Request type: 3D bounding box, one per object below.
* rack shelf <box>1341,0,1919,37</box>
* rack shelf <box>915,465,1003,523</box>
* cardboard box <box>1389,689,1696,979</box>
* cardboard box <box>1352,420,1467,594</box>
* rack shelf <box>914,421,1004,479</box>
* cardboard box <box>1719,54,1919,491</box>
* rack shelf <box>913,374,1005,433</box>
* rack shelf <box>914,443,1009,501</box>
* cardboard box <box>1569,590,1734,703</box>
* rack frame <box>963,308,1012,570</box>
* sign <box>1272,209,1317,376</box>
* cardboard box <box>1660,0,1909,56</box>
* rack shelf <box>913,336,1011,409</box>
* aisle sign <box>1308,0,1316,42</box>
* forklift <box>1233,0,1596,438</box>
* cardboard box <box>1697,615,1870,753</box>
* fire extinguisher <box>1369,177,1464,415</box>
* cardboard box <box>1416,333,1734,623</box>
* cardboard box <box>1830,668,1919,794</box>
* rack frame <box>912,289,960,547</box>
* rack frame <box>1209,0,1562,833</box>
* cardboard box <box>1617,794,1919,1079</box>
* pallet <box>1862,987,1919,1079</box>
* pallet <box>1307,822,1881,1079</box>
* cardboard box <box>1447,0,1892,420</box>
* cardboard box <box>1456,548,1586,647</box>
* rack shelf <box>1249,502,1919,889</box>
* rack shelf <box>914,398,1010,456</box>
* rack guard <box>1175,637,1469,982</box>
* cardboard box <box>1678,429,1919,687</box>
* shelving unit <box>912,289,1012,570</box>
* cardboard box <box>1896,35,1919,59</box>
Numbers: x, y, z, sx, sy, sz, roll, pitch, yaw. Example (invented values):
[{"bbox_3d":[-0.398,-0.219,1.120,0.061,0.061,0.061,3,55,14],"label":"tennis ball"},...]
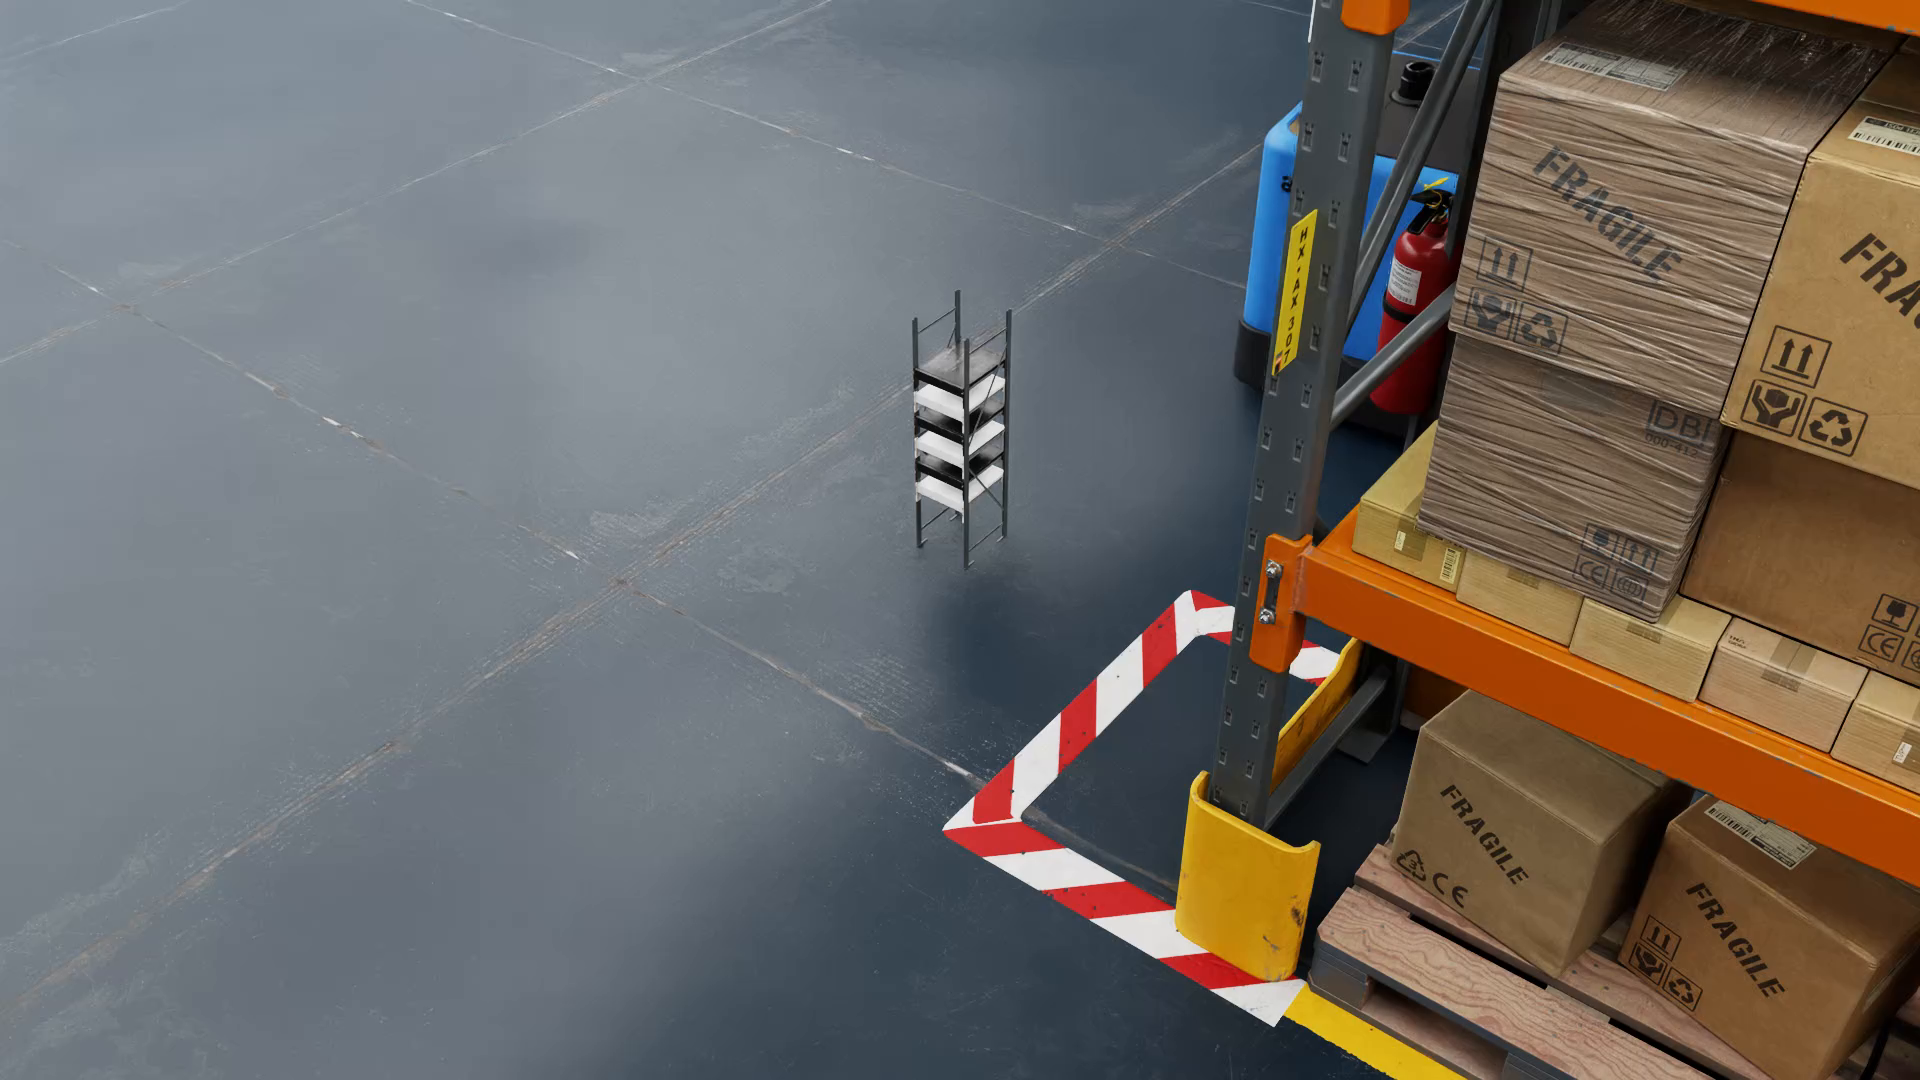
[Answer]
[{"bbox_3d":[2.567,-0.551,2.170,4.000,0.370,1.077,25,45,29],"label":"rack shelf"},{"bbox_3d":[0.006,-0.183,5.600,0.200,0.077,0.258,25,45,29],"label":"rack shelf"},{"bbox_3d":[1.465,0.659,4.162,0.500,0.500,0.500,-29,46,-32],"label":"cardboard box"},{"bbox_3d":[1.060,-0.079,3.622,0.250,0.149,0.380,25,45,29],"label":"cardboard box"},{"bbox_3d":[0.006,-0.325,5.489,0.200,0.077,0.258,25,45,29],"label":"rack shelf"},{"bbox_3d":[1.643,-0.422,2.722,0.500,0.500,0.500,25,45,29],"label":"cardboard box"},{"bbox_3d":[0.006,-0.467,5.378,0.200,0.077,0.258,25,45,29],"label":"rack shelf"},{"bbox_3d":[0.006,-0.254,5.545,0.200,0.077,0.258,25,45,29],"label":"rack shelf"},{"bbox_3d":[1.437,0.125,3.361,0.250,0.149,0.380,25,45,29],"label":"cardboard box"},{"bbox_3d":[0.087,-0.313,5.420,0.006,0.900,0.240,25,45,29],"label":"rack frame"},{"bbox_3d":[0.649,-0.477,3.224,0.005,0.325,0.100,25,45,29],"label":"sign"},{"bbox_3d":[1.566,-0.867,3.291,0.500,0.500,0.500,25,45,29],"label":"cardboard box"},{"bbox_3d":[0.006,-0.538,5.323,0.200,0.077,0.258,25,45,29],"label":"rack shelf"},{"bbox_3d":[0.747,-1.302,2.871,0.004,0.787,0.394,25,45,29],"label":"aisle sign"},{"bbox_3d":[2.591,-1.522,5.316,3.031,2.935,1.130,20,42,24],"label":"forklift"},{"bbox_3d":[1.648,0.208,3.255,0.250,0.149,0.380,25,45,29],"label":"cardboard box"},{"bbox_3d":[1.168,-0.640,4.197,0.183,0.674,0.296,25,45,29],"label":"fire extinguisher"},{"bbox_3d":[1.399,-0.339,3.427,0.500,0.500,0.875,25,45,29],"label":"cardboard box"},{"bbox_3d":[1.842,0.305,3.131,0.250,0.149,0.380,25,45,29],"label":"cardboard box"},{"bbox_3d":[-0.074,-0.389,5.517,0.006,0.900,0.240,25,45,29],"label":"rack frame"},{"bbox_3d":[0.979,-0.402,3.830,0.127,3.000,1.000,25,45,29],"label":"rack frame"},{"bbox_3d":[1.960,0.866,3.897,0.500,0.500,0.500,-25,45,-29],"label":"cardboard box"},{"bbox_3d":[2.628,1.503,3.659,1.213,0.211,1.003,25,45,29],"label":"pallet"},{"bbox_3d":[1.663,1.046,4.243,1.213,0.211,1.003,25,45,29],"label":"pallet"},{"bbox_3d":[1.250,-0.613,2.966,0.500,0.500,0.500,25,45,29],"label":"cardboard box"},{"bbox_3d":[1.247,0.024,3.490,0.250,0.149,0.380,25,45,29],"label":"cardboard box"},{"bbox_3d":[2.567,0.630,3.095,4.000,0.370,1.077,25,45,29],"label":"rack shelf"},{"bbox_3d":[0.006,-0.396,5.434,0.200,0.077,0.258,25,45,29],"label":"rack shelf"},{"bbox_3d":[1.039,0.611,4.564,0.348,0.500,1.175,25,45,29],"label":"rack guard"},{"bbox_3d":[1.869,-0.210,3.263,0.500,0.500,0.875,25,45,29],"label":"cardboard box"},{"bbox_3d":[0.006,-0.351,5.469,0.210,0.900,0.258,25,45,29],"label":"shelving unit"},{"bbox_3d":[1.966,-0.683,3.055,0.500,0.500,0.500,25,45,29],"label":"cardboard box"}]
